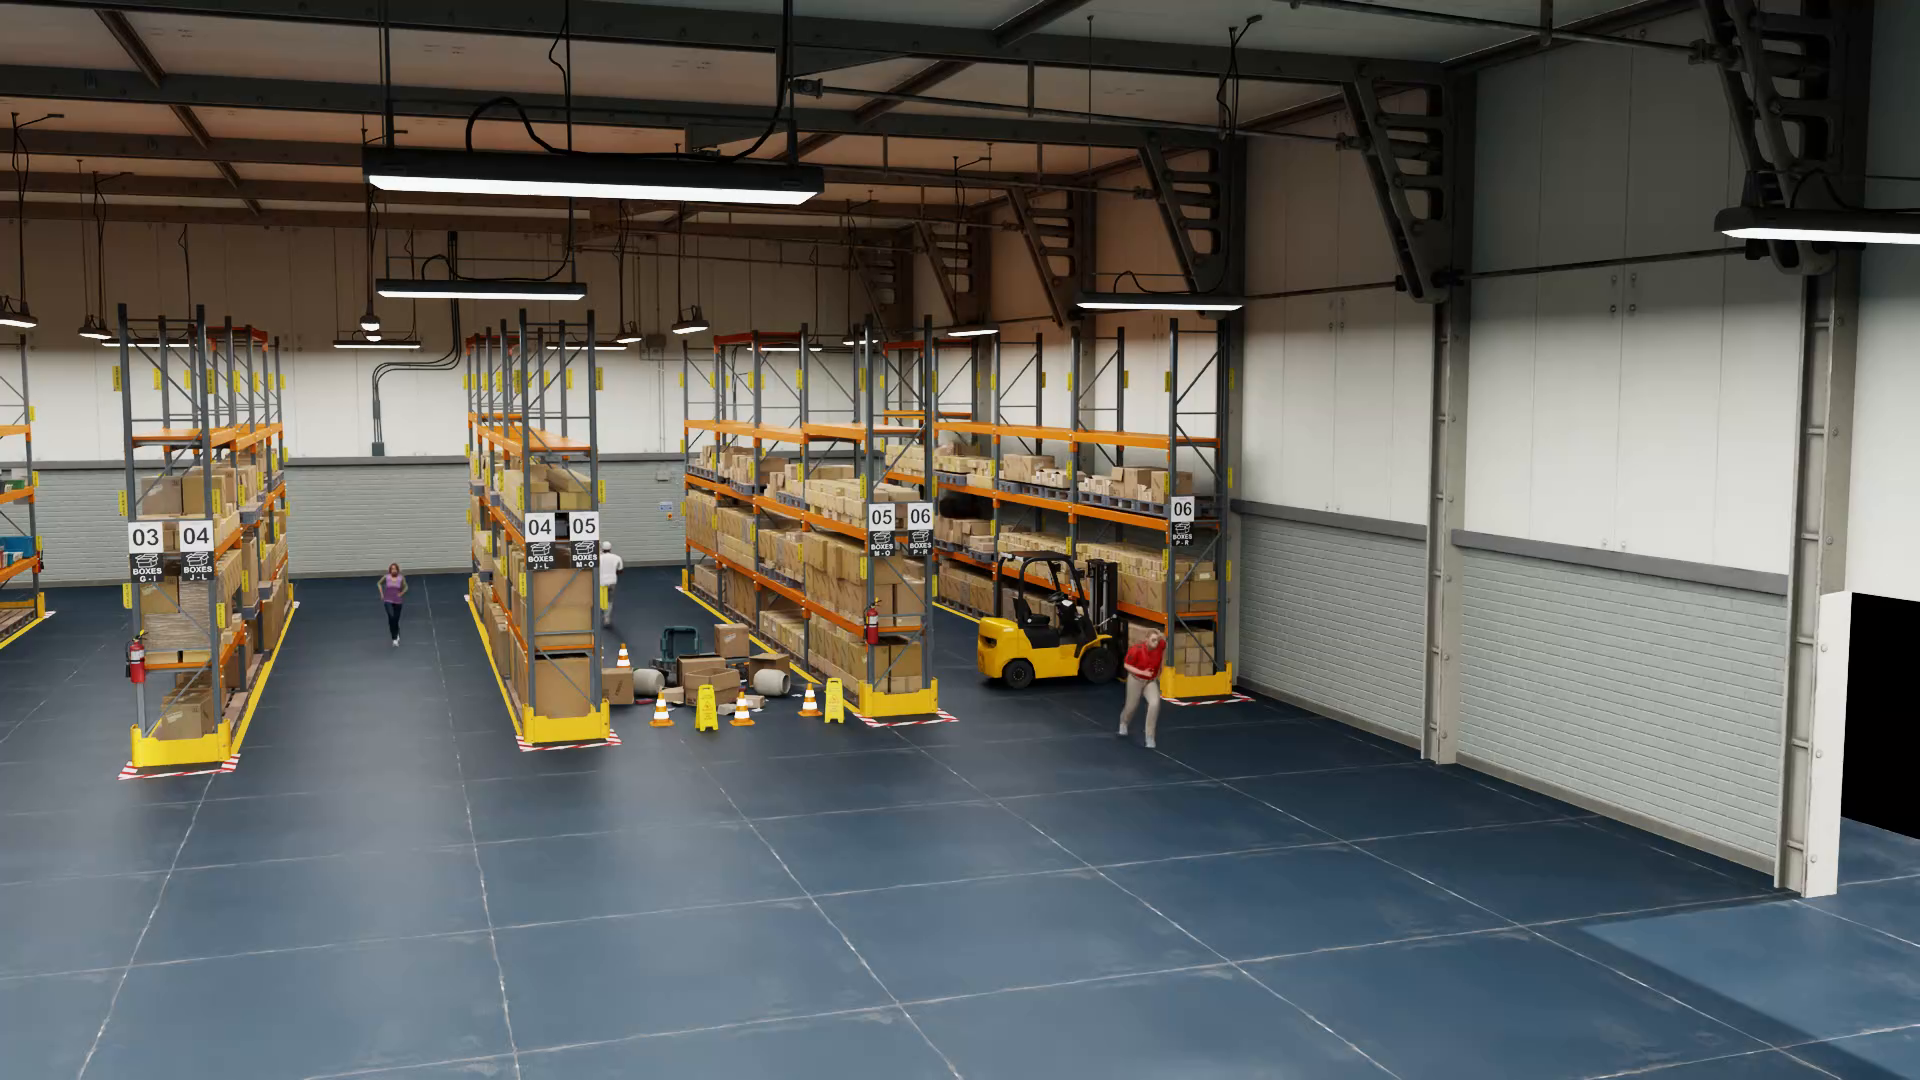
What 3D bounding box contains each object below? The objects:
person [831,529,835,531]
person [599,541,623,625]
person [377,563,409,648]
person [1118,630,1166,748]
[{"bbox_3d":[-2.771,0.323,37.726,0.510,1.761,0.779,-3,6,-29],"label":"person"},{"bbox_3d":[-7.323,0.882,34.289,0.745,1.708,0.727,-2,6,-22],"label":"person"},{"bbox_3d":[-10.805,1.231,31.721,0.549,1.573,0.802,-2,6,-25],"label":"person"},{"bbox_3d":[2.513,2.039,23.095,0.707,1.696,1.015,-2,6,-21],"label":"person"}]
